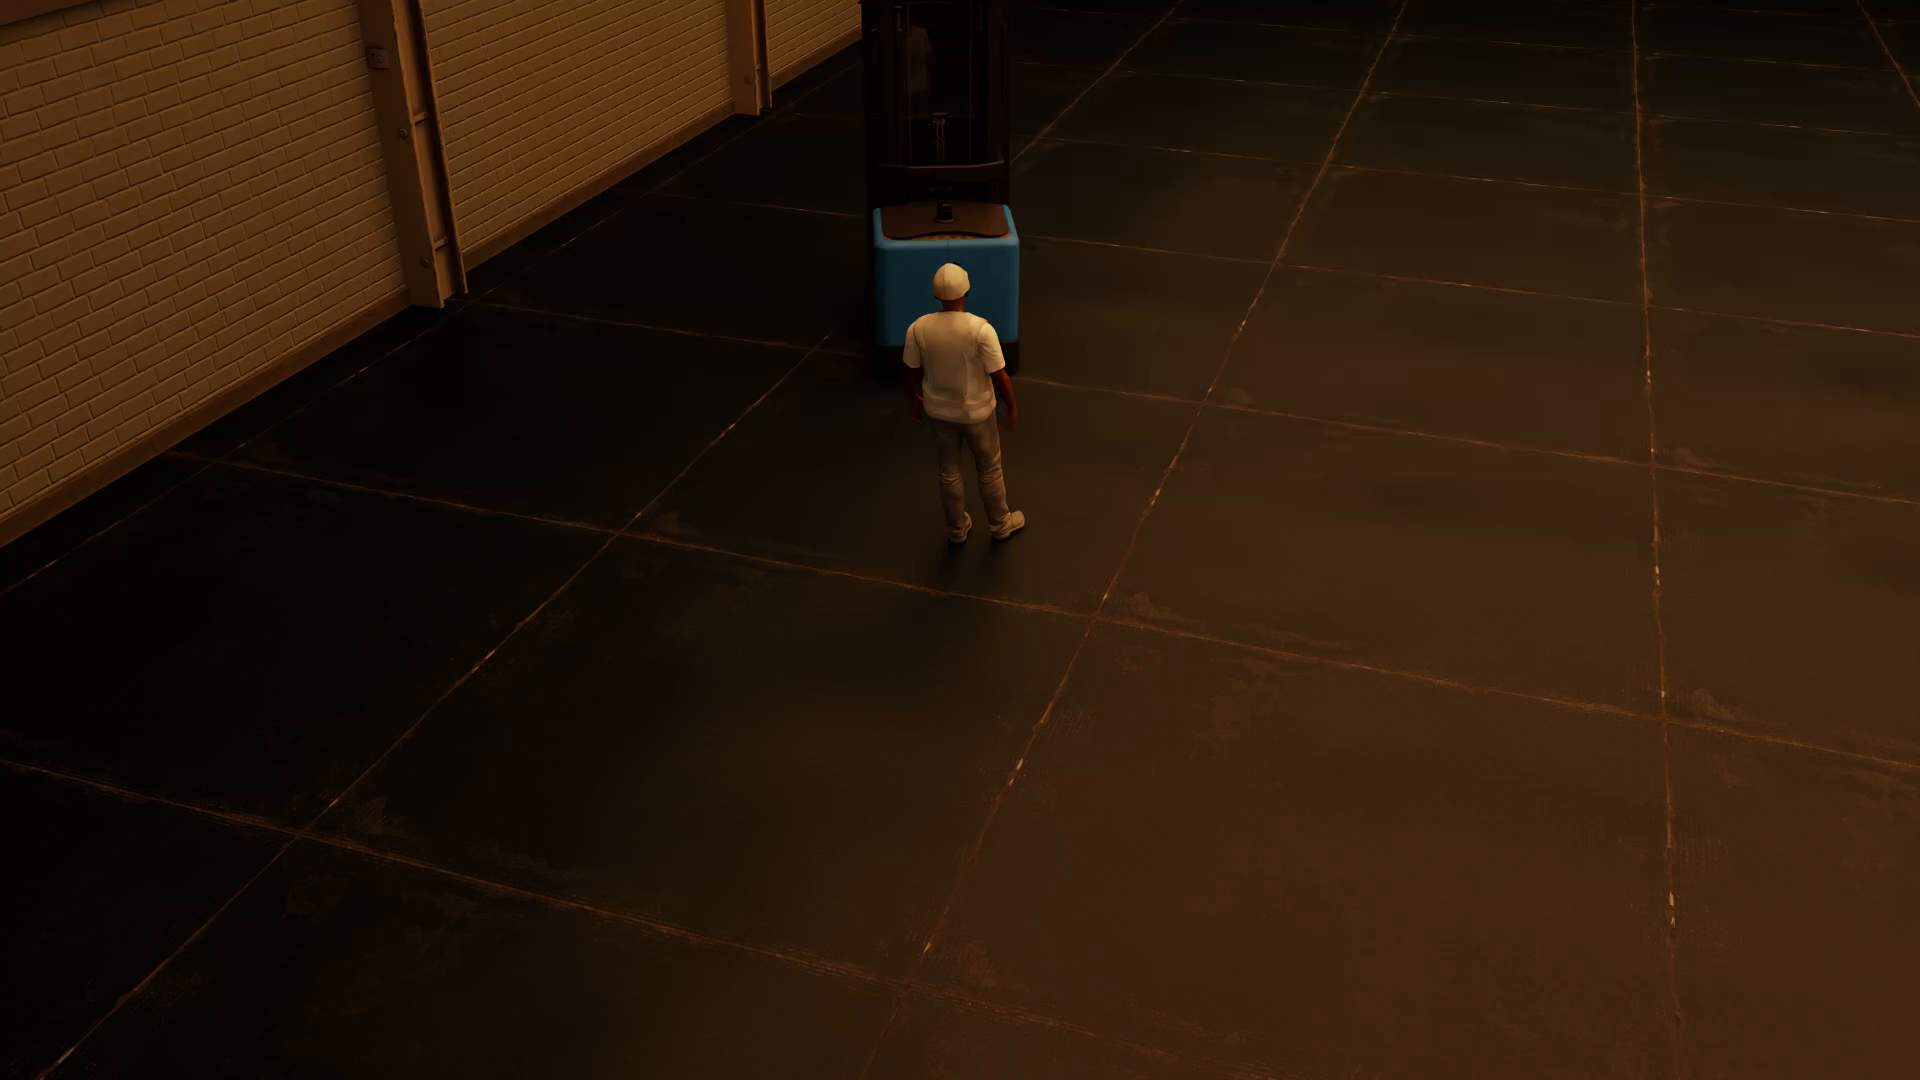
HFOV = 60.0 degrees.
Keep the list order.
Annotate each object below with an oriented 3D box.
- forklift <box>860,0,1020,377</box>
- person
[{"bbox_3d":[-0.188,-3.153,12.668,1.130,2.935,3.031,-2,30,-4],"label":"forklift"},{"bbox_3d":[0.027,-0.805,9.712,0.666,1.768,0.575,10,31,16],"label":"person"}]
